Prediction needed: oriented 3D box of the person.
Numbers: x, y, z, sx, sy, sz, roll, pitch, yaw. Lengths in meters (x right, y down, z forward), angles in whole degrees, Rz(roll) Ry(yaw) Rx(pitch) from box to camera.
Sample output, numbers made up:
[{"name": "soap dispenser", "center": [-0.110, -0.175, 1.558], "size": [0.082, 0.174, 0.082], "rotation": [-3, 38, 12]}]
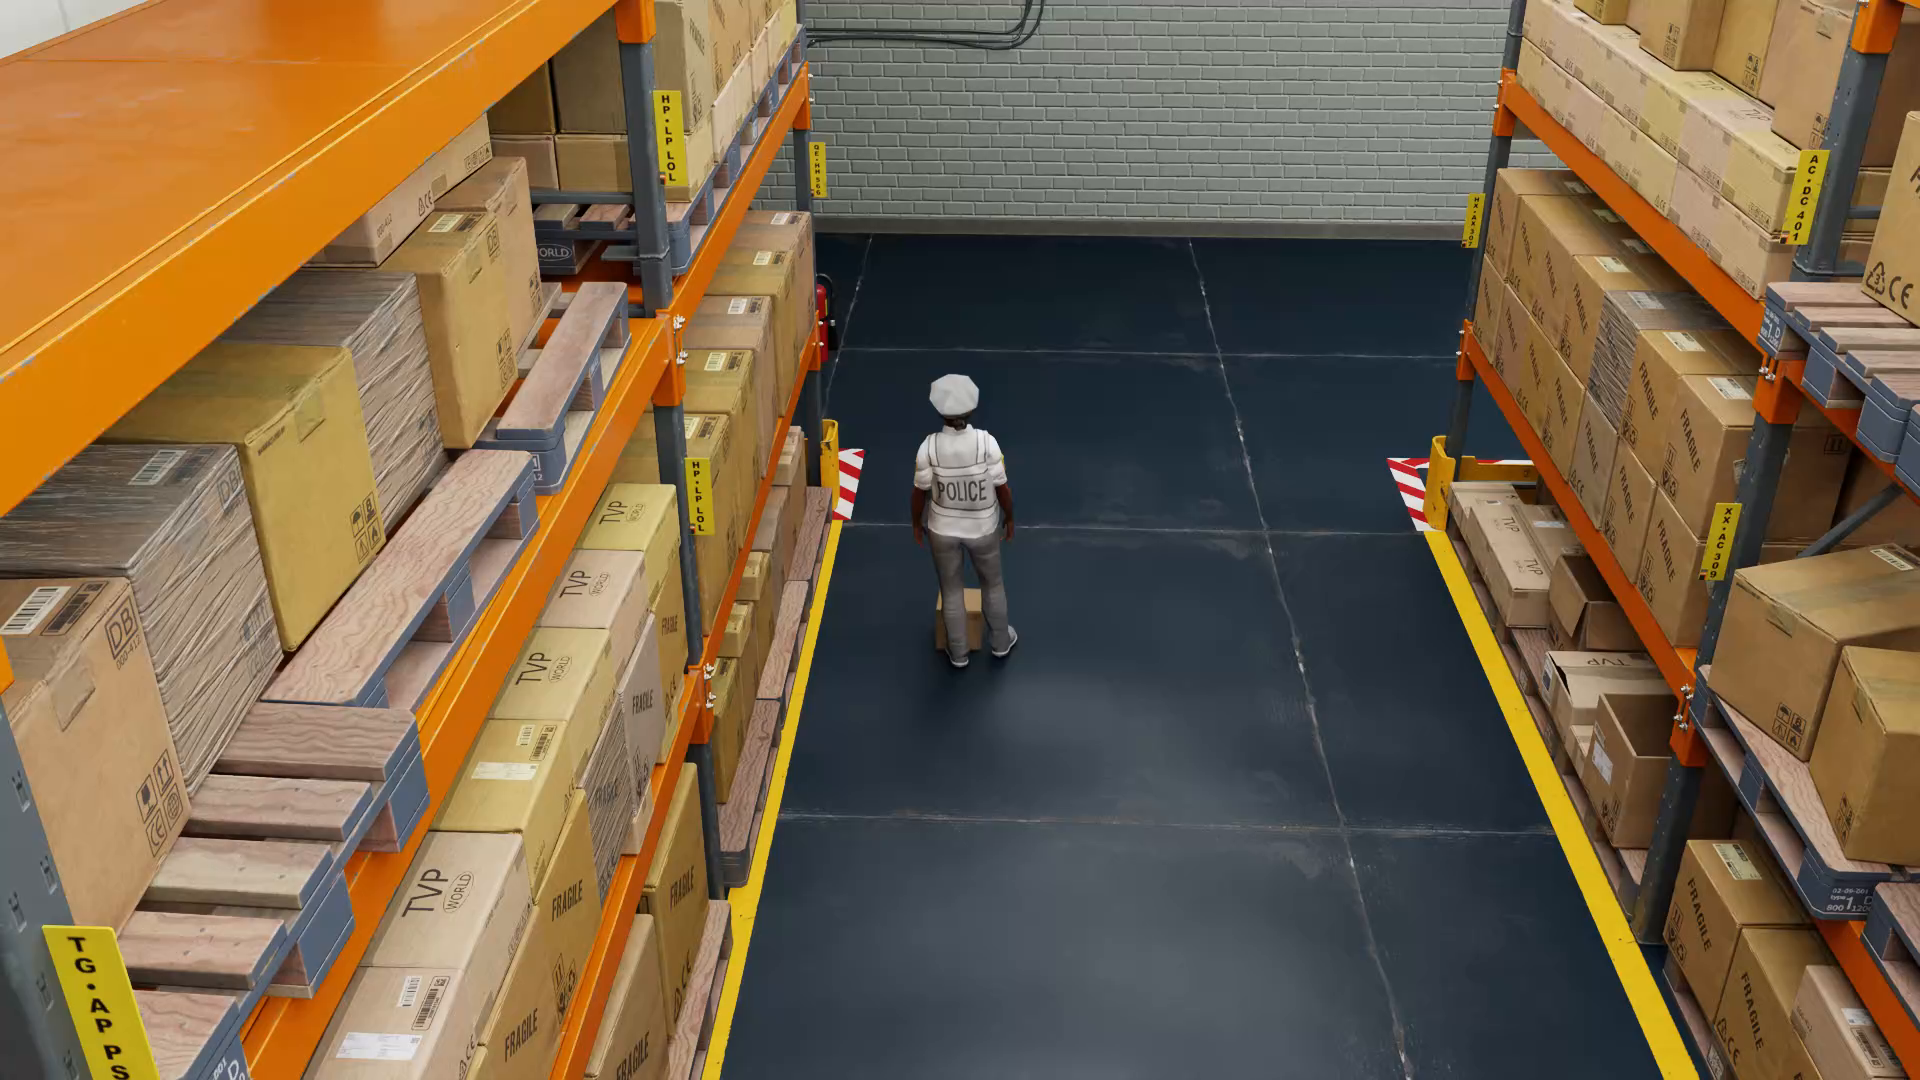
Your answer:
[{"name": "person", "center": [0.030, -0.107, 8.767], "size": [0.569, 1.695, 0.530], "rotation": [1, 28, 1]}]
